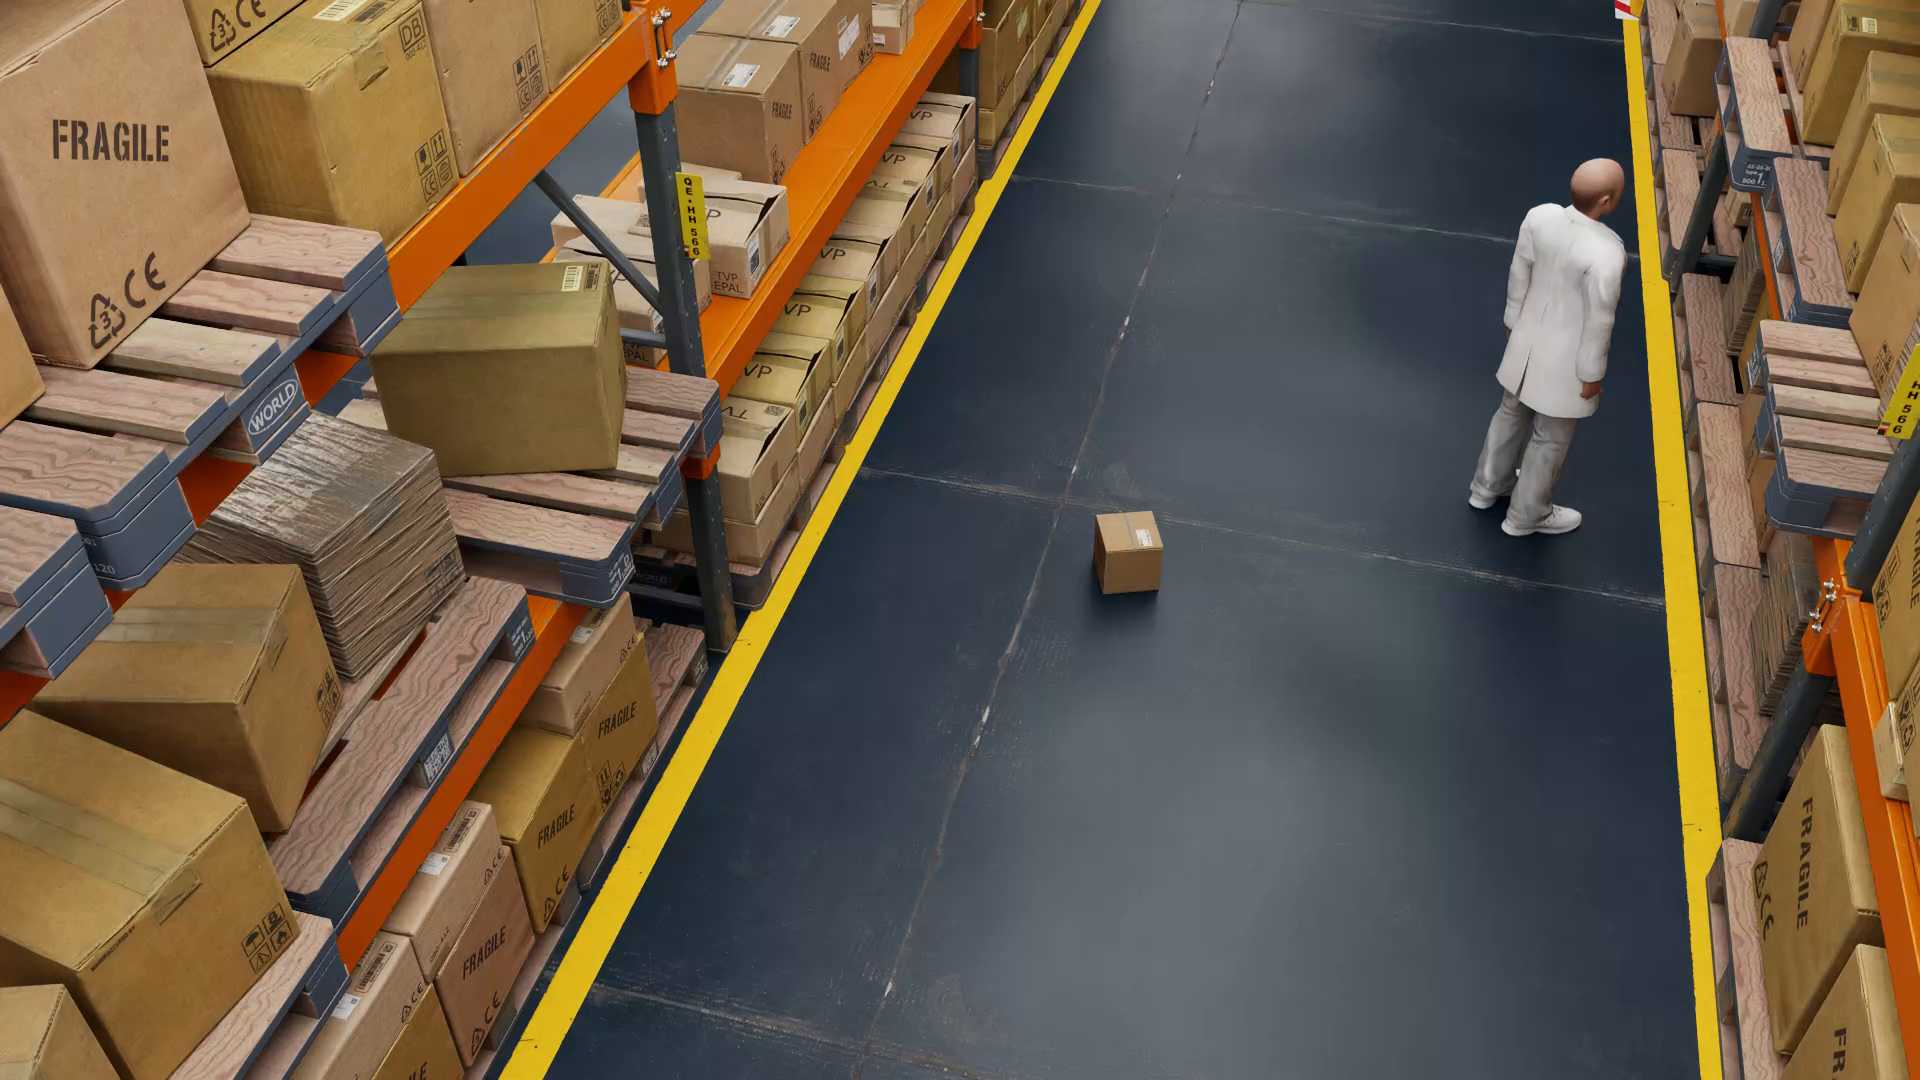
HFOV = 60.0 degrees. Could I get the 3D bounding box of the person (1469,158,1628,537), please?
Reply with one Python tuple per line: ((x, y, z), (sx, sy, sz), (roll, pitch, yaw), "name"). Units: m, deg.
((2.577, -0.828, 7.133), (0.376, 1.783, 0.565), (-17, 43, -19), "person")
